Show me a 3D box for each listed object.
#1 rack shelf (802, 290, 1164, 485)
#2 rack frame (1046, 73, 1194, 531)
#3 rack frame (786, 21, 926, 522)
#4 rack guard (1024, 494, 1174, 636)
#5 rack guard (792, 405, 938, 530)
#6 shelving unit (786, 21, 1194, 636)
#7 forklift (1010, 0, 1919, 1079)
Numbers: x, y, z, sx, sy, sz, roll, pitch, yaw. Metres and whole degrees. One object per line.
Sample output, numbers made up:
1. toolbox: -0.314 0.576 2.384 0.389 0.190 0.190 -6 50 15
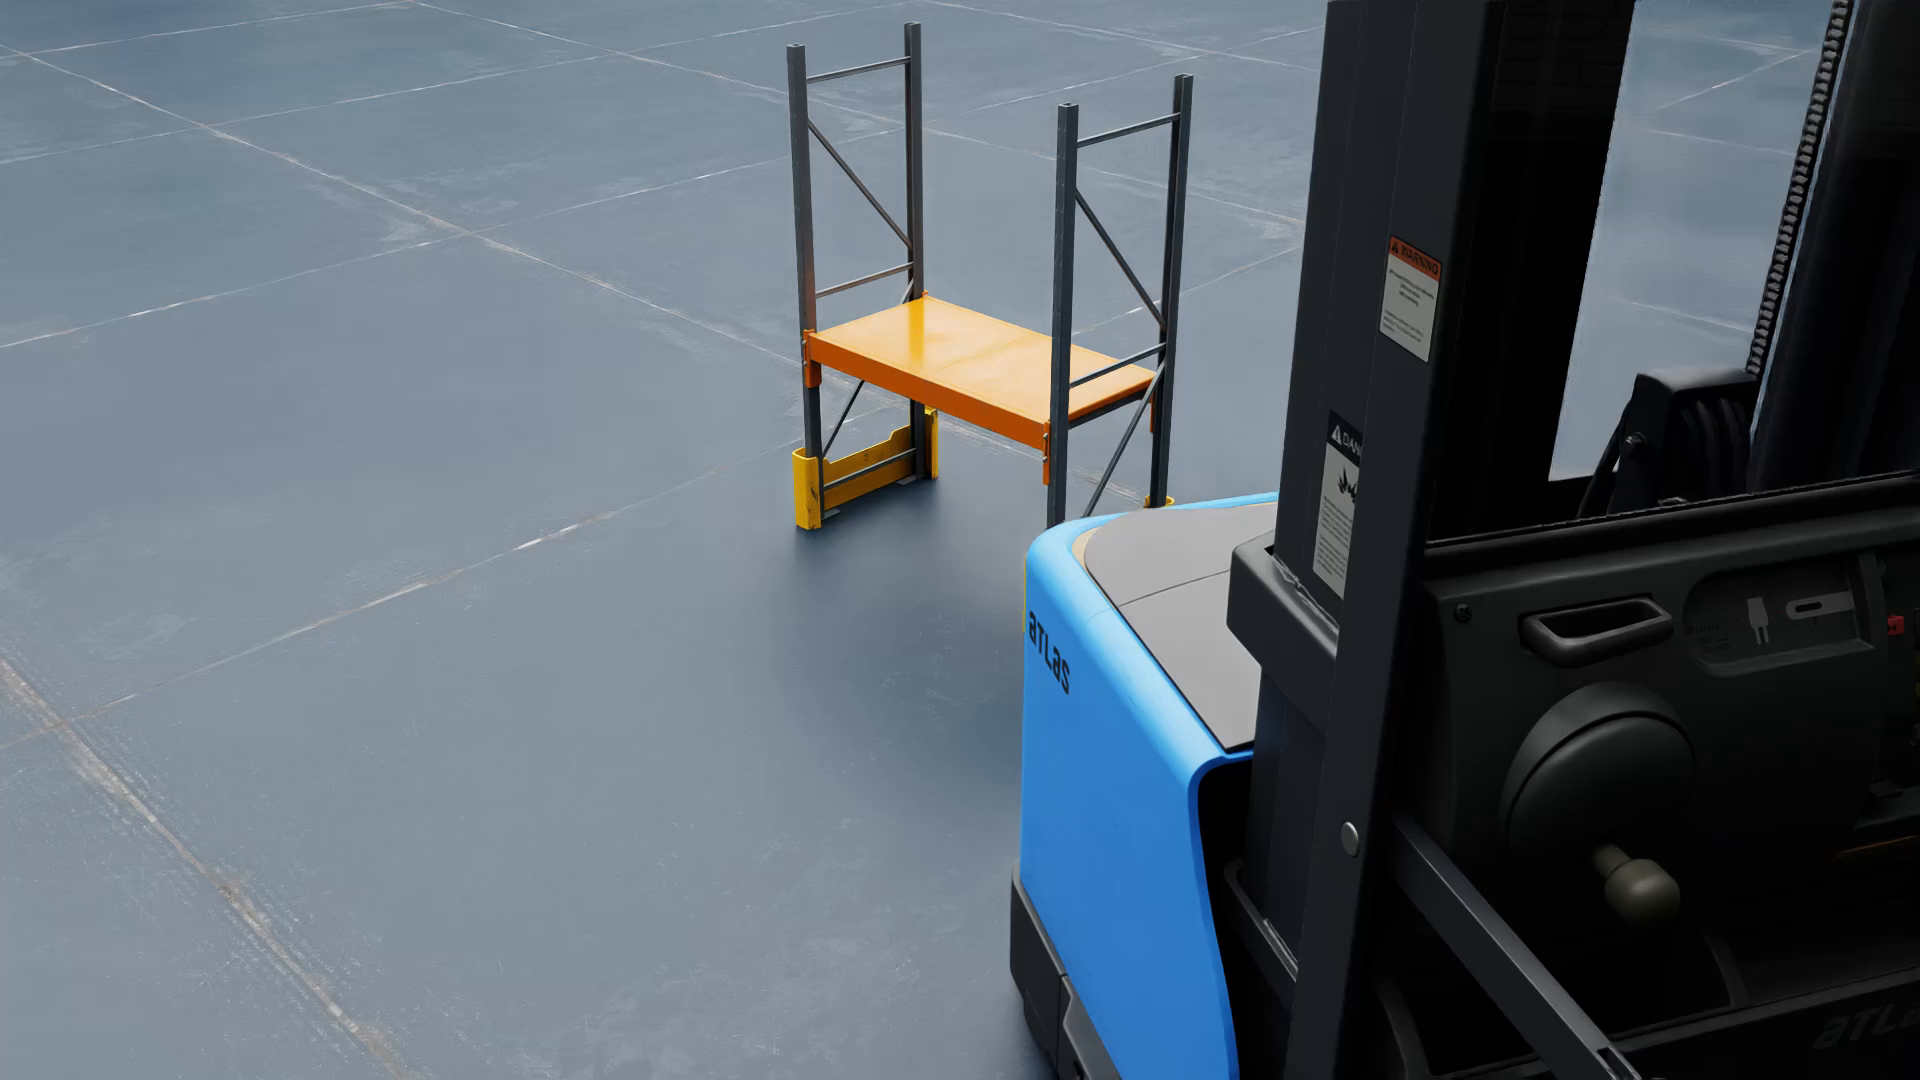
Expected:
1. rack shelf: 0.061 -0.477 4.932 1.000 0.185 0.538 25 36 38
2. rack frame: 0.423 -0.470 4.533 0.032 1.500 0.500 25 36 38
3. rack frame: -0.302 -0.802 5.163 0.032 1.500 0.500 25 36 38
4. rack guard: 0.409 0.077 4.835 0.087 0.250 0.587 25 36 38
5. rack guard: -0.301 -0.248 5.454 0.087 0.250 0.587 25 36 38
6. shelving unit: 0.054 -0.639 4.854 1.083 1.500 0.587 25 36 38
7. forklift: 1.014 0.216 1.690 1.130 2.935 3.031 -8 29 -15
